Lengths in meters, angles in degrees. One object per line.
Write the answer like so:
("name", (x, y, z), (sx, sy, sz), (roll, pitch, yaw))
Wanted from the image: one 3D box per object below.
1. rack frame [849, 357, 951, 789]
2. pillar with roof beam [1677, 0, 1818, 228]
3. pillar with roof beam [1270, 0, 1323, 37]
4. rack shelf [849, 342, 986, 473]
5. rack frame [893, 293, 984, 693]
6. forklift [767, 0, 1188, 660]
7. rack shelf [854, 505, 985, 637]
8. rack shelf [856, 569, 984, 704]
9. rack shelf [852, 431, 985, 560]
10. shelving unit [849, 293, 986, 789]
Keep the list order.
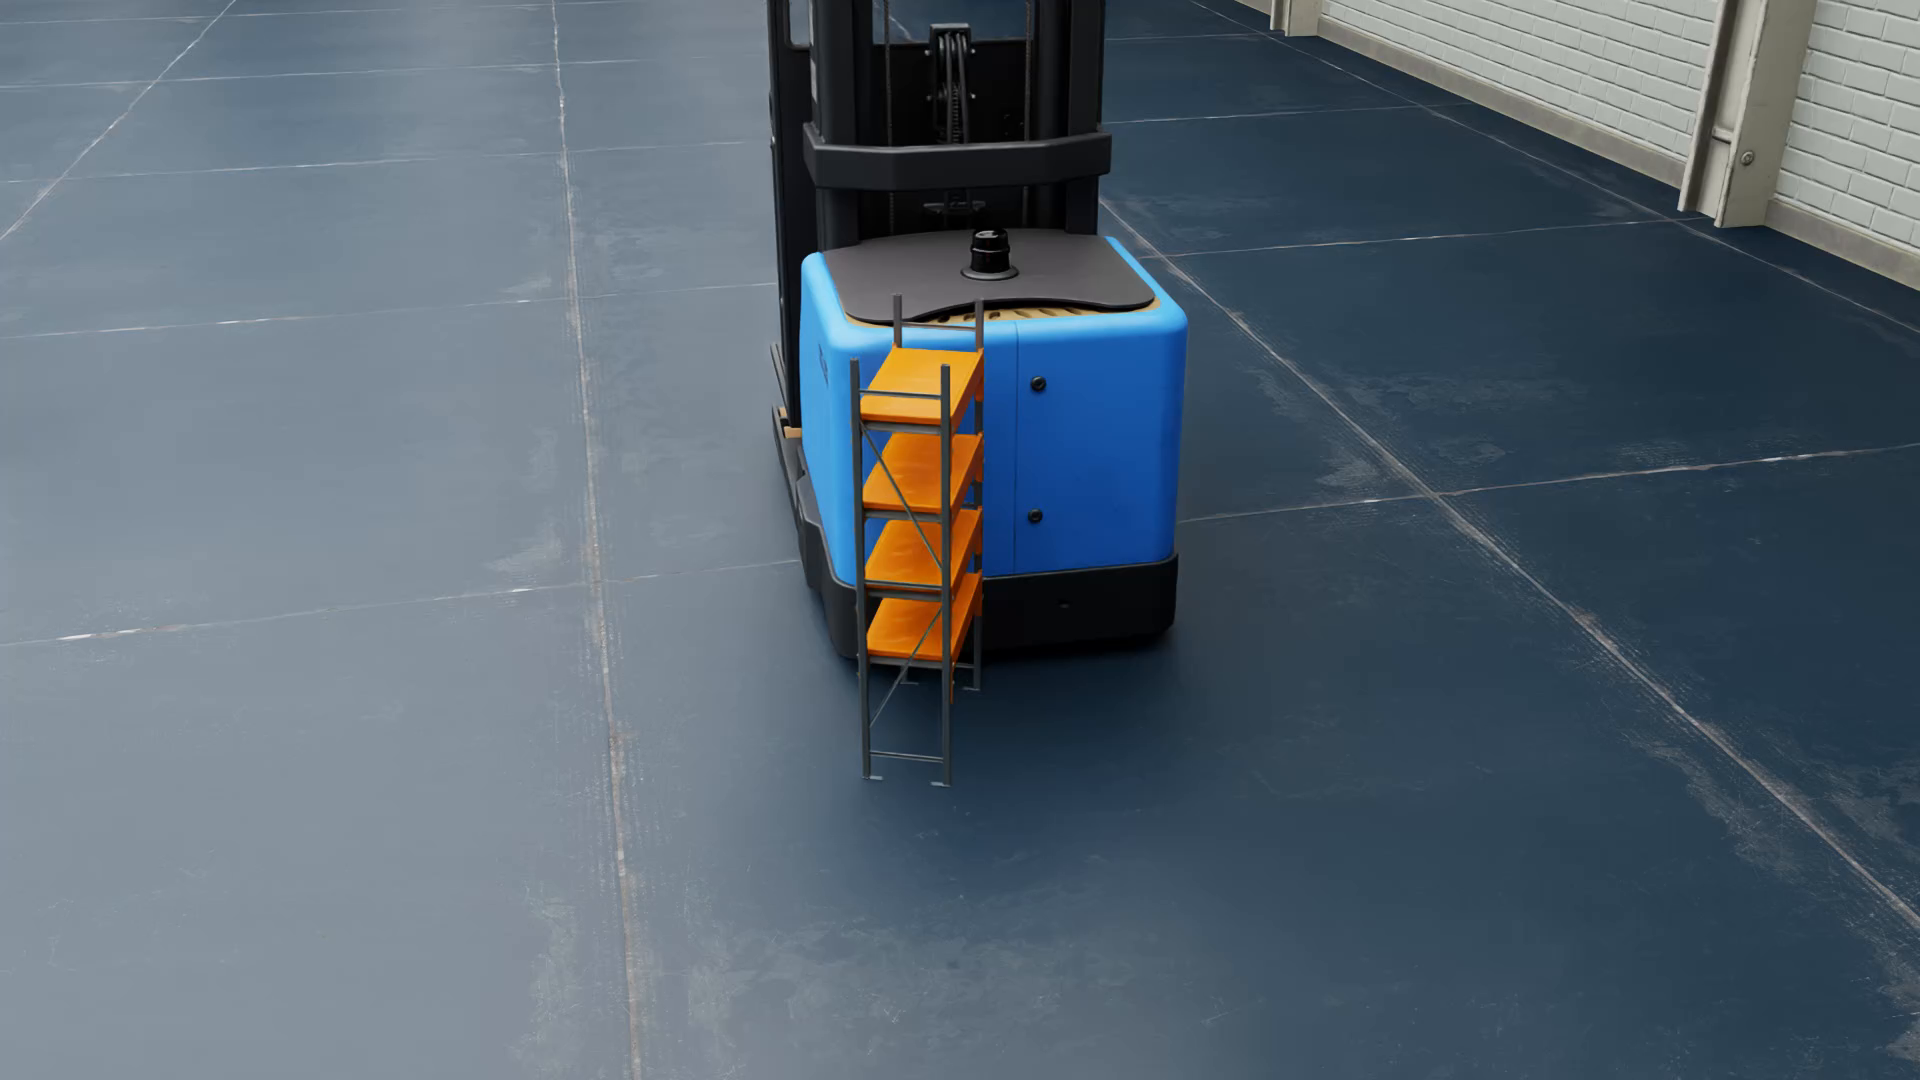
("rack frame", (-0.143, 0.115, 4.190), (0.240, 1.200, 0.015), (5, 27, 9))
("pillar with roof beam", (0.093, -5.401, 6.463), (9.100, 9.000, 0.400), (-6, 27, -12))
("pillar with roof beam", (-1.259, -8.035, 11.681), (9.100, 9.000, 0.400), (-6, 27, -12))
("rack shelf", (-0.100, -0.344, 4.228), (0.258, 0.148, 0.480), (5, 27, 9))
("rack frame", (-0.057, -0.101, 4.619), (0.240, 1.200, 0.015), (5, 27, 9))
("forklift", (-0.119, -1.594, 5.655), (1.130, 2.935, 3.031), (-5, 27, -9))
("rack shelf", (-0.100, 0.067, 4.435), (0.258, 0.148, 0.480), (5, 27, 9))
("rack shelf", (-0.100, 0.244, 4.524), (0.258, 0.148, 0.480), (5, 27, 9))
("rack shelf", (-0.100, -0.133, 4.334), (0.258, 0.148, 0.480), (5, 27, 9))
("shelving unit", (-0.100, 0.007, 4.405), (0.258, 1.200, 0.503), (5, 27, 9))
